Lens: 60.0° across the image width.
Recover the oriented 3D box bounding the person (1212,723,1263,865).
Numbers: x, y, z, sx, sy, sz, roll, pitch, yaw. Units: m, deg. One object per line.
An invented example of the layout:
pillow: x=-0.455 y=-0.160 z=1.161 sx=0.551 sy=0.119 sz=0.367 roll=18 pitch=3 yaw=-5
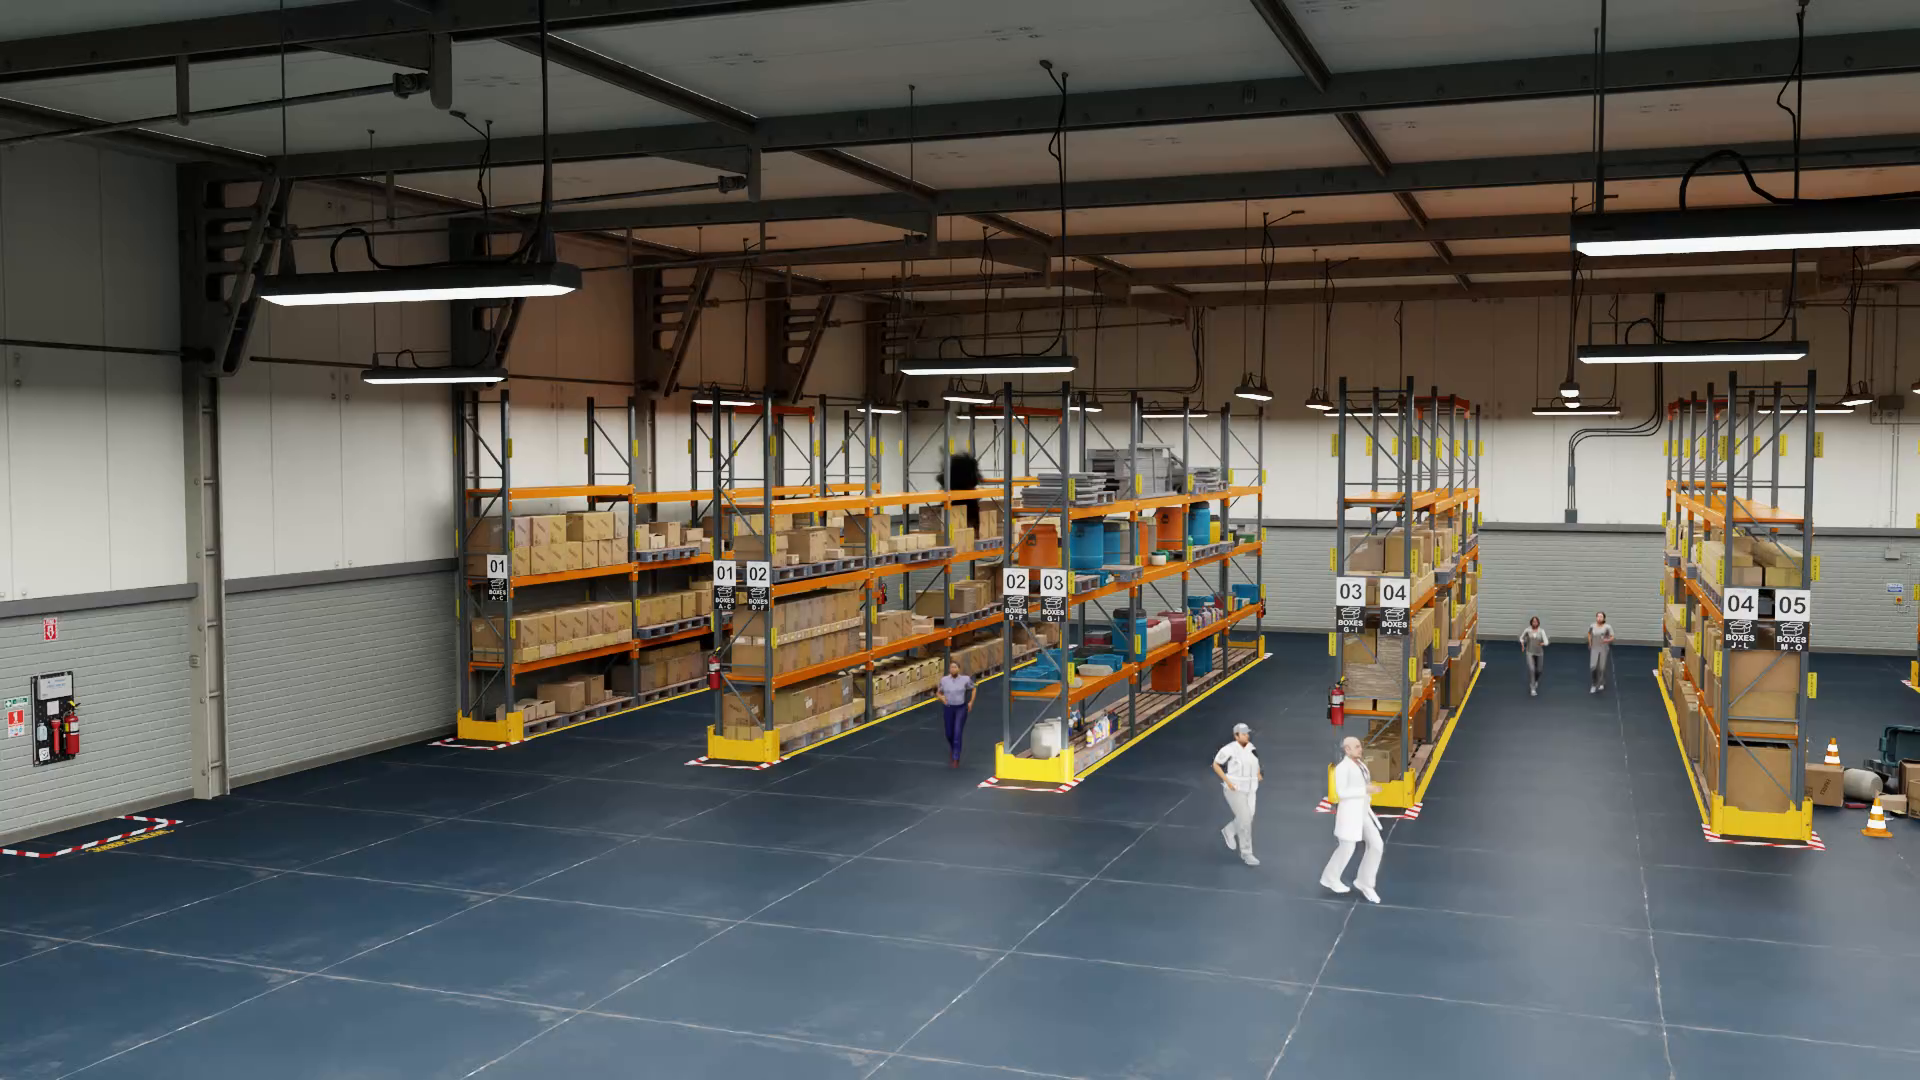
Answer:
person: x=3.398 y=3.066 z=20.274 sx=0.609 sy=1.664 sz=0.775 roll=-2 pitch=4 yaw=-33

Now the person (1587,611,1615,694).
person: x=13.098 y=2.307 z=34.022 sx=0.555 sy=1.708 sz=0.725 roll=2 pitch=4 yaw=27

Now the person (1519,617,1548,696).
person: x=11.660 y=2.305 z=33.779 sx=0.544 sy=1.508 sz=0.853 roll=1 pitch=3 yaw=13

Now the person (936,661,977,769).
person: x=-0.068 y=2.735 z=26.355 sx=0.627 sy=1.666 sz=0.773 roll=1 pitch=3 yaw=13

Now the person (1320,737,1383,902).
person: x=4.374 y=3.102 z=18.449 sx=0.685 sy=1.844 sz=0.794 roll=-3 pitch=4 yaw=-44
